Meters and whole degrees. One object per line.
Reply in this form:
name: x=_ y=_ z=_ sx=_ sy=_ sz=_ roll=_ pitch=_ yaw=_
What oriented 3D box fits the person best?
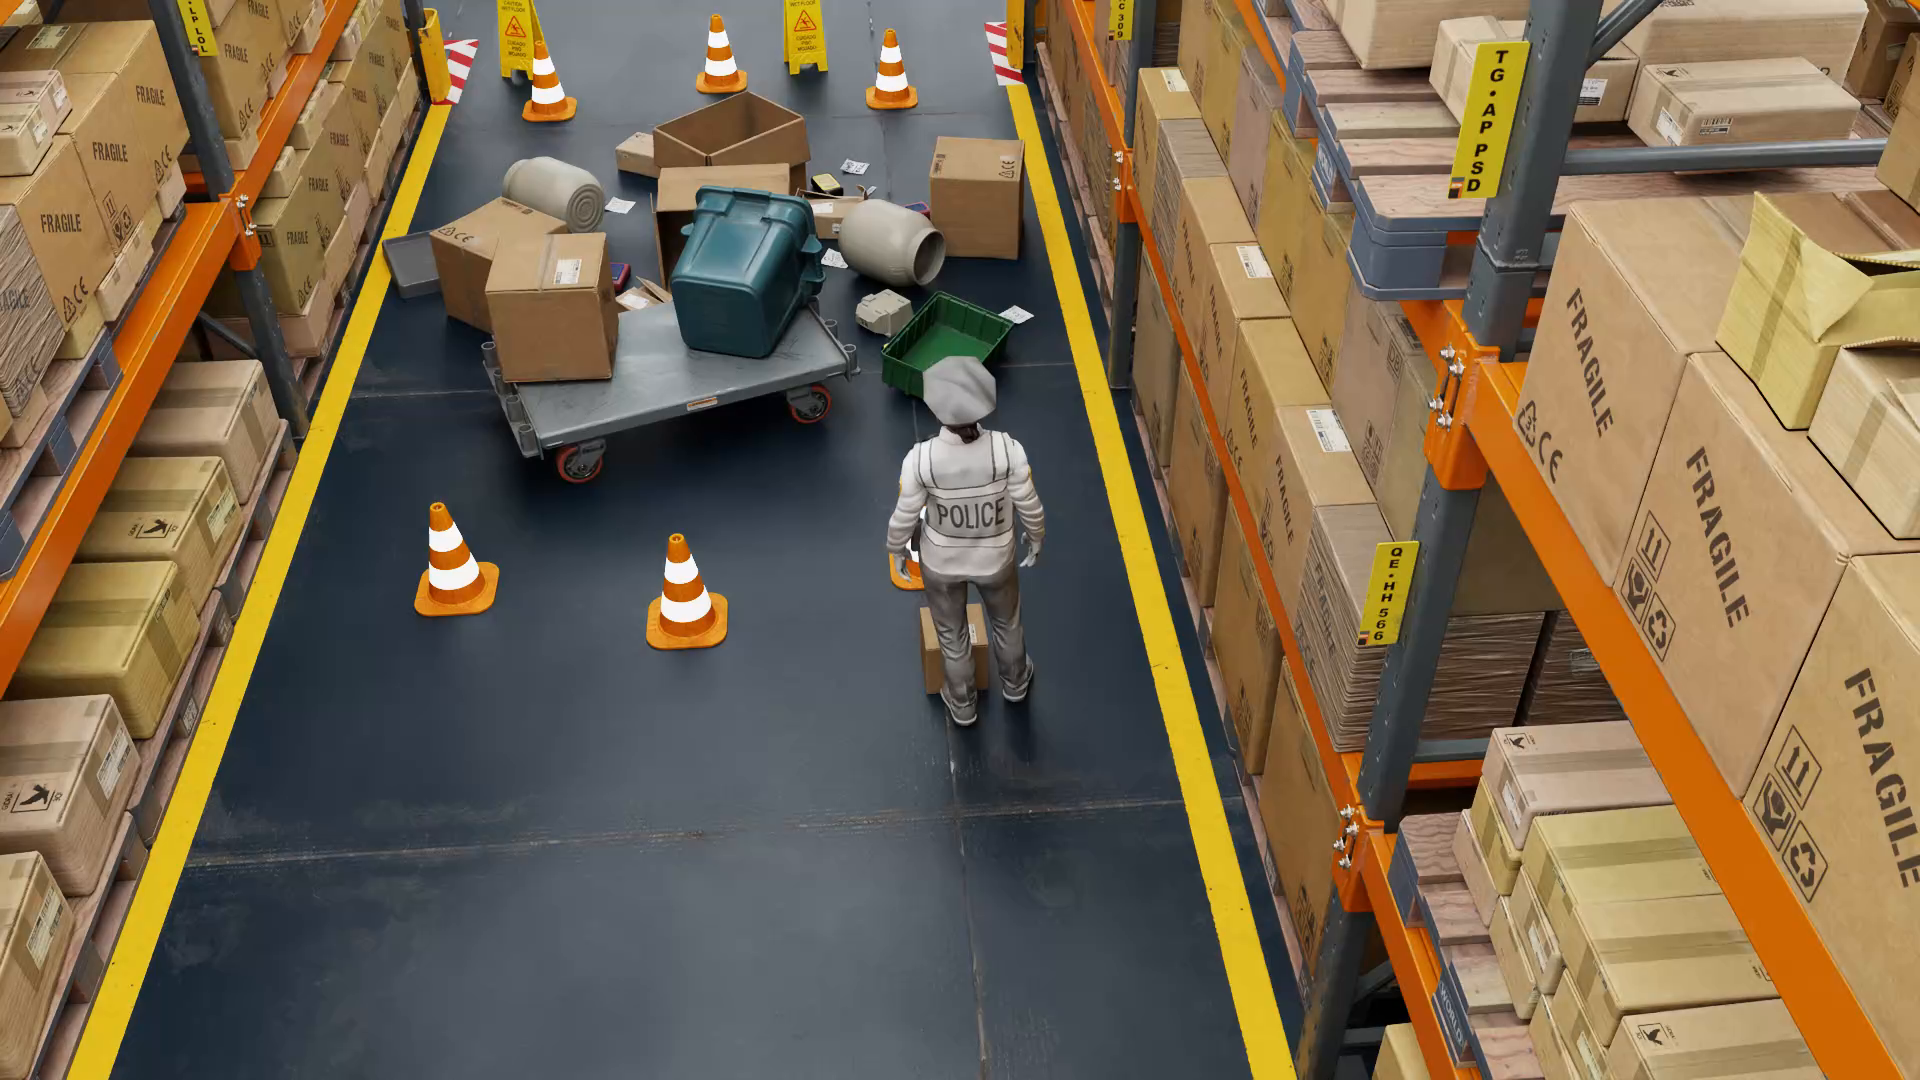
person: x=0.022 y=0.004 z=6.110 sx=0.586 sy=1.695 sz=0.532 roll=-3 pitch=39 yaw=-4
